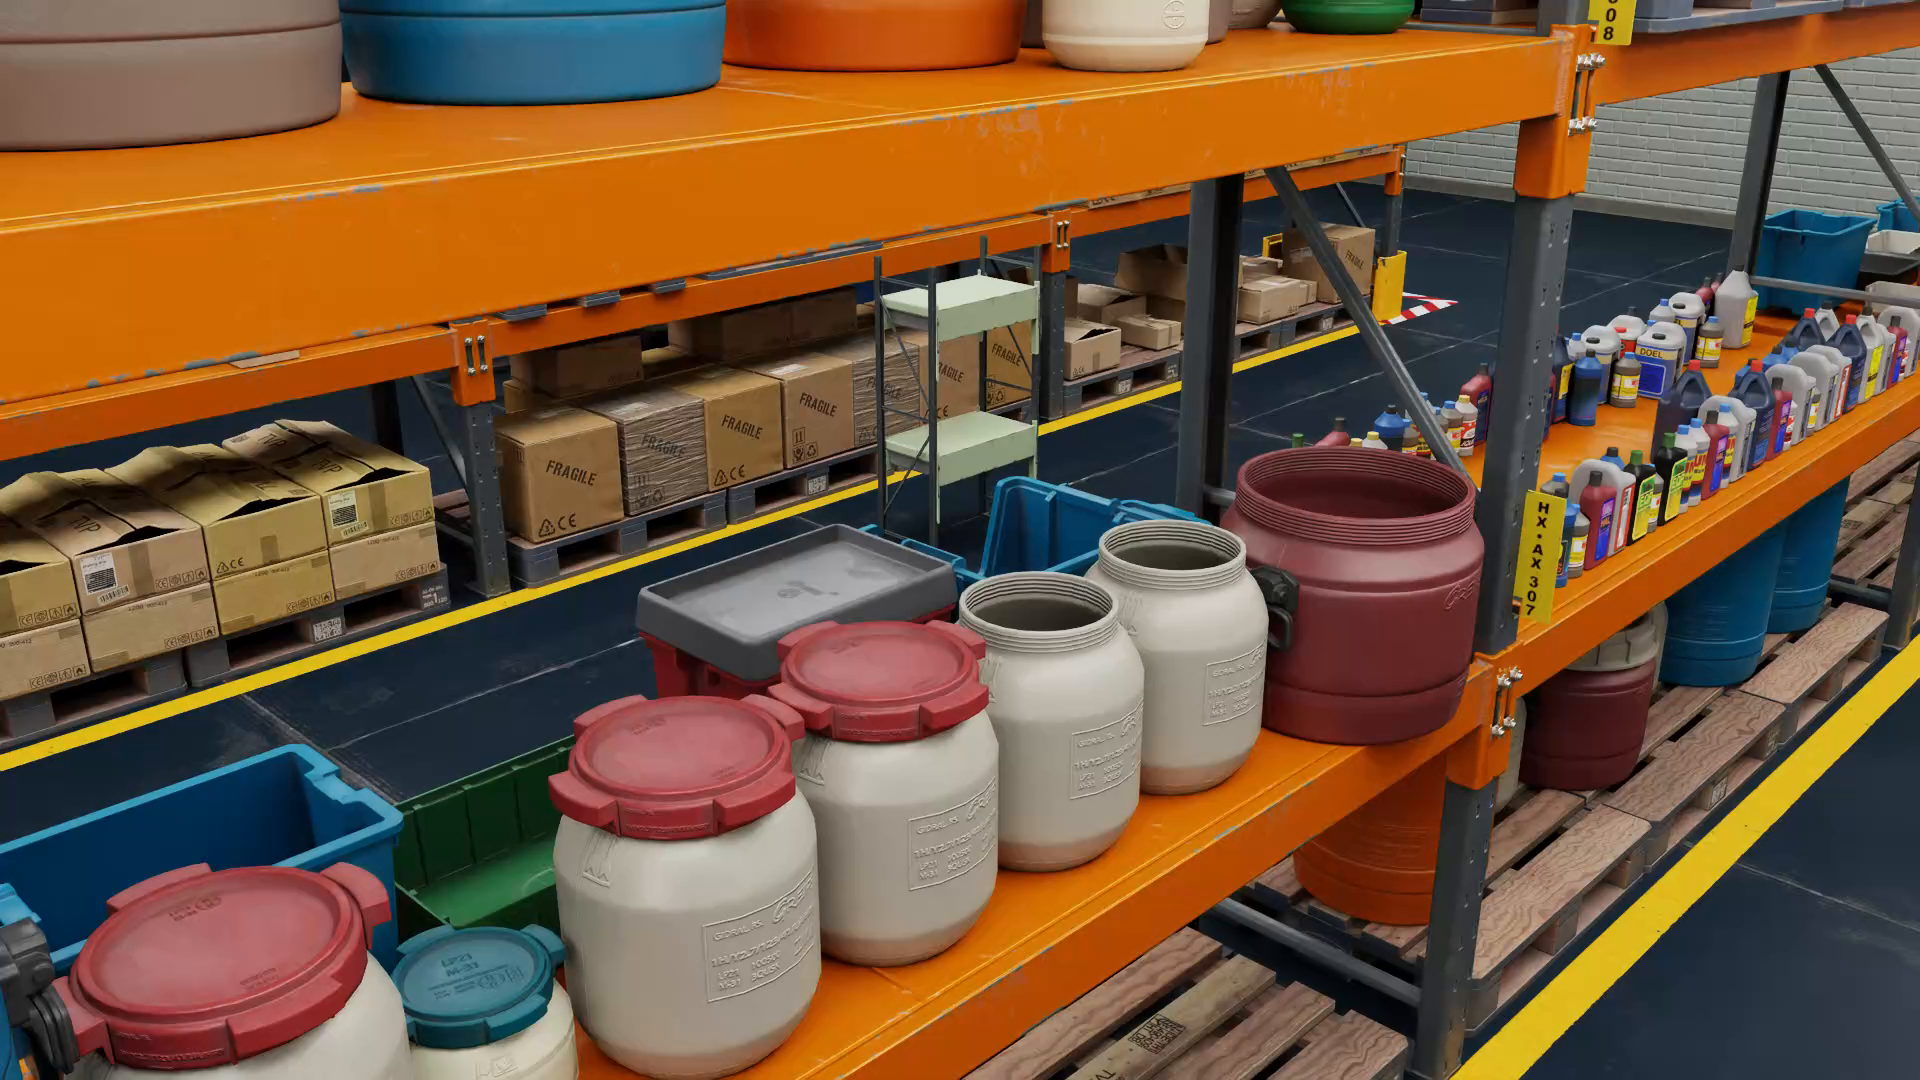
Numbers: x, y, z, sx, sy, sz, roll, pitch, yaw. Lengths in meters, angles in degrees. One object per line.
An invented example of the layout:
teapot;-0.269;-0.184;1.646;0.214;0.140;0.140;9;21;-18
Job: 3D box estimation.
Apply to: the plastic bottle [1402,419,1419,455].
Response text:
plastic bottle;1.446;-0.294;5.436;0.097;0.201;0.097;0;21;0

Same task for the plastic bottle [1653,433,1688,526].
plastic bottle;2.154;-0.194;5.061;0.061;0.283;0.133;19;28;41

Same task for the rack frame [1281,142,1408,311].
rack frame;3.046;-3.314;13.016;1.000;3.000;0.127;19;28;41

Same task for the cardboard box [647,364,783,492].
cardboard box;-1.298;-0.605;8.839;0.500;0.500;0.500;19;28;40

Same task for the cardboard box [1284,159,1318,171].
cardboard box;2.217;-2.916;11.842;0.500;0.500;0.500;20;28;41

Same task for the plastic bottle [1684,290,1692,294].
plastic bottle;3.012;-0.904;6.925;0.097;0.271;0.097;0;21;0

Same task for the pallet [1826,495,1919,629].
pallet;4.287;0.058;8.130;1.003;0.211;1.213;19;28;41

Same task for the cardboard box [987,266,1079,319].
cardboard box;0.449;-1.542;11.276;0.500;0.500;0.500;19;28;41

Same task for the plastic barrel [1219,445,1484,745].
plastic barrel;0.904;0.115;3.905;0.600;0.536;0.708;19;28;41

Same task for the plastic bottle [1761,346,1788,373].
plastic bottle;2.955;-0.571;6.059;0.097;0.271;0.097;0;21;0

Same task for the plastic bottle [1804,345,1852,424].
plastic bottle;3.151;-0.581;6.079;0.152;0.276;0.135;19;28;41

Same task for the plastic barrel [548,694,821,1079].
plastic barrel;-0.443;0.568;2.726;0.433;0.535;0.433;0;21;0

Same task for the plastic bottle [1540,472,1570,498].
plastic bottle;1.765;-0.100;4.930;0.097;0.201;0.097;0;21;0

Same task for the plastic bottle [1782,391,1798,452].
plastic bottle;2.835;-0.416;5.752;0.097;0.201;0.097;0;21;0

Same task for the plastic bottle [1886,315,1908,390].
plastic bottle;3.629;-0.737;6.475;0.061;0.283;0.133;19;28;41

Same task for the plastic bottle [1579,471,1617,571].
plastic bottle;1.807;-0.066;4.727;0.061;0.283;0.133;19;28;41

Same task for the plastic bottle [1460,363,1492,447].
plastic bottle;1.785;-0.467;5.771;0.061;0.283;0.133;19;28;41

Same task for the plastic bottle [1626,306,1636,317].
plastic bottle;2.620;-0.775;6.572;0.061;0.283;0.133;19;28;41

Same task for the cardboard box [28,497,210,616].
cardboard box;-3.436;0.029;6.785;0.500;0.311;0.500;19;28;40

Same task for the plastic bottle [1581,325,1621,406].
plastic bottle;2.398;-0.666;6.299;0.152;0.276;0.135;19;28;41

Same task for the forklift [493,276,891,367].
forklift;-1.999;-2.709;11.536;3.031;2.935;1.130;-14;25;-32

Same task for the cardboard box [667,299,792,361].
cardboard box;-1.304;-1.225;9.406;0.500;0.250;0.500;19;28;40

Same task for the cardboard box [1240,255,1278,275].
cardboard box;2.114;-2.039;12.917;0.500;0.250;0.500;19;28;41

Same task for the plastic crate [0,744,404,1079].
plastic crate;-1.233;0.657;2.706;0.392;0.384;0.575;19;28;41

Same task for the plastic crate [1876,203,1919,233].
plastic crate;5.056;-1.626;8.775;0.416;0.233;0.300;19;28;41

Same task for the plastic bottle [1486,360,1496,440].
plastic bottle;1.926;-0.529;5.838;0.144;0.351;0.185;19;28;41

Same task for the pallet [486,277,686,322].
pallet;-2.113;-1.360;8.199;1.213;0.211;1.003;19;28;41

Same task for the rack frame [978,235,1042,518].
rack frame;0.251;-0.792;8.546;0.400;1.500;0.023;19;28;41

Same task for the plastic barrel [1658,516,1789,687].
plastic barrel;2.916;0.056;6.587;0.600;0.901;0.708;19;28;41

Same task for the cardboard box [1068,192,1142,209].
cardboard box;0.806;-2.395;10.486;0.500;0.500;0.500;-19;28;-41

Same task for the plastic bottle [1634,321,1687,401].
plastic bottle;2.669;-0.687;6.355;0.152;0.276;0.135;19;28;41

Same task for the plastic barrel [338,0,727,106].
plastic barrel;-0.668;-1.144;2.491;0.600;0.901;0.708;19;28;41

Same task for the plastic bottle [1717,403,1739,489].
plastic bottle;2.451;-0.307;5.372;0.097;0.271;0.097;0;21;0

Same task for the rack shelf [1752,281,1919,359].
rack shelf;5.197;-1.223;8.579;1.077;0.370;4.000;19;28;41

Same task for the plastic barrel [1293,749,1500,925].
plastic barrel;1.340;0.670;5.090;0.600;0.830;0.708;19;28;41

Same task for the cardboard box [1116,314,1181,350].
cardboard box;1.299;-1.447;11.495;0.380;0.166;0.250;19;28;41

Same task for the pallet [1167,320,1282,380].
pallet;1.586;-1.475;12.119;1.003;0.211;1.213;19;28;41

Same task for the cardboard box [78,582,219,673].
cardboard box;-3.438;0.288;6.891;0.500;0.250;0.500;-19;28;-41

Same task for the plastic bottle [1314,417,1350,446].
plastic bottle;1.149;-0.232;5.161;0.061;0.283;0.133;19;28;41

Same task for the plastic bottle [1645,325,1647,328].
plastic bottle;2.714;-0.762;6.652;0.097;0.201;0.097;0;21;0

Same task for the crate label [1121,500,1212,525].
crate label;0.449;0.076;4.430;0.303;0.233;0.416;19;28;41

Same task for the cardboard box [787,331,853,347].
cardboard box;-0.975;-0.994;9.852;0.500;0.500;0.500;20;29;41

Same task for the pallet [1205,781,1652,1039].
pallet;1.531;1.072;5.492;1.003;0.211;1.213;19;28;41

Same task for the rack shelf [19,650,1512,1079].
rack shelf;-0.384;0.833;3.229;1.077;0.370;4.000;19;28;41

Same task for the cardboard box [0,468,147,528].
cardboard box;-3.829;-0.103;7.127;0.500;0.311;0.500;18;28;39

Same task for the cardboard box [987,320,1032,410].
cardboard box;0.116;-1.126;10.193;0.500;0.500;0.500;19;28;40

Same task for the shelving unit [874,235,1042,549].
shelving unit;-0.005;-0.698;8.301;0.431;1.500;0.755;19;28;41

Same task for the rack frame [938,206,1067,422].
rack frame;0.255;-2.286;10.341;1.000;3.000;0.127;19;28;41

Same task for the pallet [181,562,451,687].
pallet;-3.138;0.246;7.641;1.003;0.211;1.213;19;28;41
